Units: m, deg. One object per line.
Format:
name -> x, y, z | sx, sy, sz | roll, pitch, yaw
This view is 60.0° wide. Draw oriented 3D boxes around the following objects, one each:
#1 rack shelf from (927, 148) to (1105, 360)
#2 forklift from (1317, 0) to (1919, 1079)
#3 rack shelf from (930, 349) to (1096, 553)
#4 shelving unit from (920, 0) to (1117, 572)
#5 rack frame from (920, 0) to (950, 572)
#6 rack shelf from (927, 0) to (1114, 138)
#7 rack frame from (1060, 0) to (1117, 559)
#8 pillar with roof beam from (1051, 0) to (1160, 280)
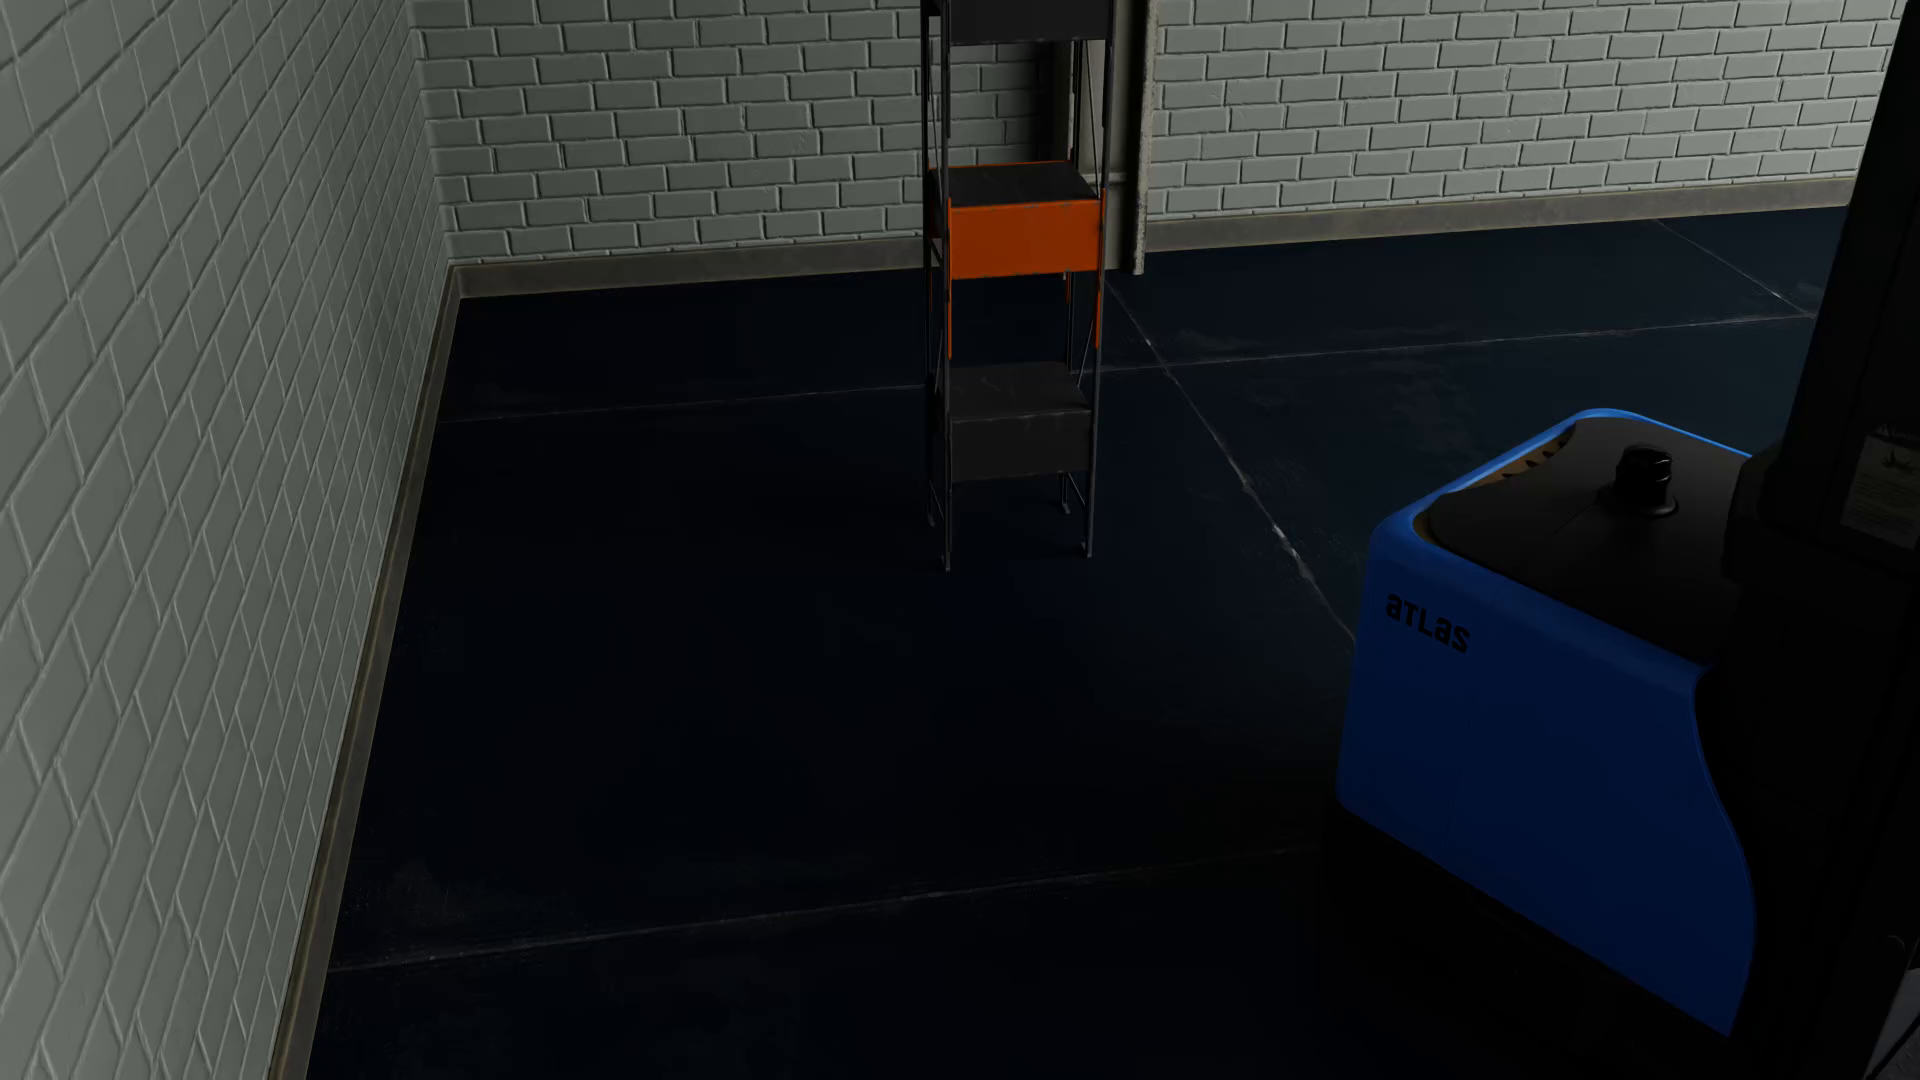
rack shelf -> 0.163, -0.908, 5.250 | 0.480, 0.518, 0.431 | -5, 31, -9
forklift -> 2.254, 0.025, 2.816 | 1.130, 2.935, 3.031 | -24, 38, -35
rack shelf -> 0.163, -0.305, 5.605 | 0.480, 0.518, 0.431 | -5, 31, -9
shelving unit -> 0.163, -0.920, 5.243 | 0.503, 2.100, 0.431 | -5, 31, -9
rack frame -> -0.077, -0.898, 5.206 | 0.015, 2.100, 0.400 | -5, 31, -9
rack shelf -> 0.163, -1.512, 4.896 | 0.480, 0.518, 0.431 | -5, 31, -9
rack frame -> 0.403, -0.943, 5.281 | 0.015, 2.100, 0.400 | -5, 31, -9
pillar with roof beam -> 1.425, -3.055, 2.068 | 0.400, 9.000, 9.100 | -5, 31, -9
